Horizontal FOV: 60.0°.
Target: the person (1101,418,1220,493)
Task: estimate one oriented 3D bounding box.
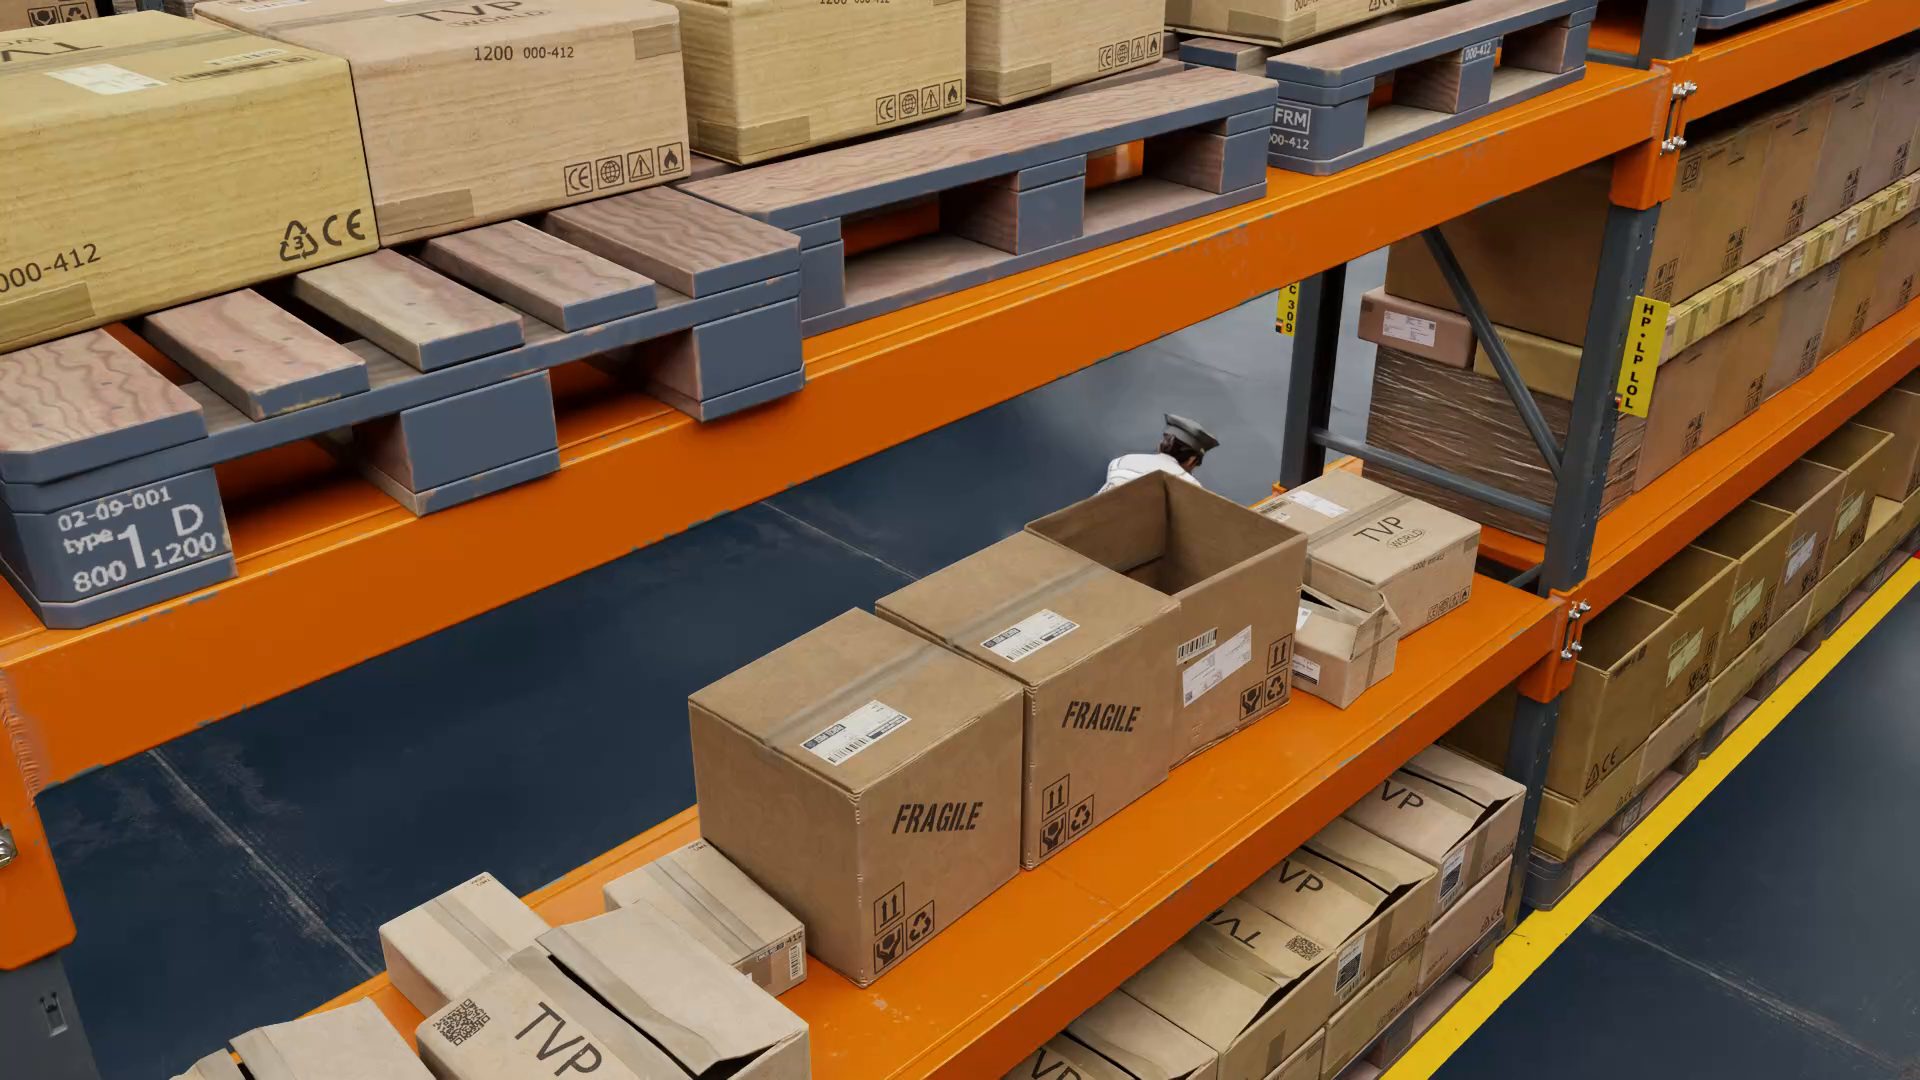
[{"bbox_3d":[0.740,0.045,6.768,0.844,0.984,0.497,-24,36,-38],"label":"person"}]
